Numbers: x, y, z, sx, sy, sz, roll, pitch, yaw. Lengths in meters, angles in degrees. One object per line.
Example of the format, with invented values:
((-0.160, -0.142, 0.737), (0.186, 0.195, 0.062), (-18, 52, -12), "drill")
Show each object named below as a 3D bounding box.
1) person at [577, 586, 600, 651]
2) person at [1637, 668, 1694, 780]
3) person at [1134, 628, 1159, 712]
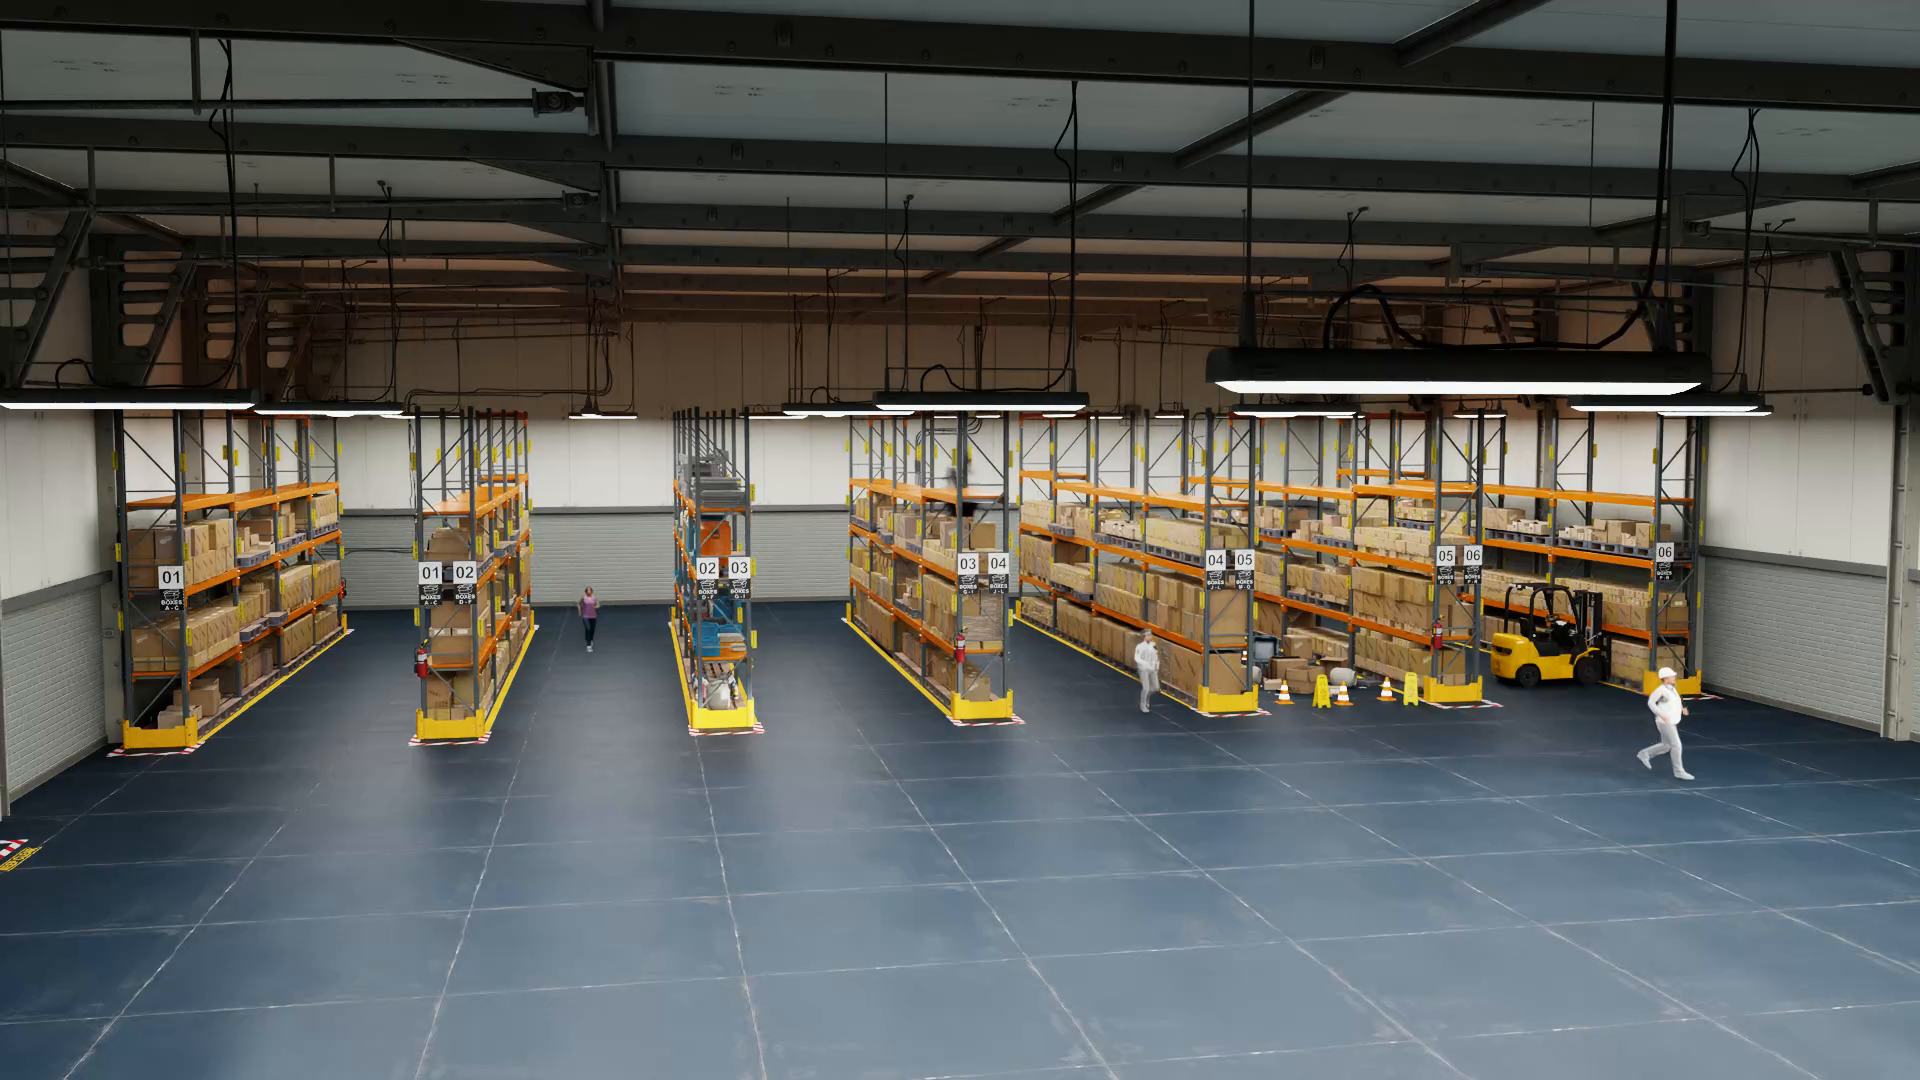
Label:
((-9.281, 1.957, 41.618), (0.534, 1.565, 0.889), (-2, 4, -22), "person")
((11.353, 2.925, 26.734), (0.913, 1.760, 0.671), (3, 5, 38), "person")
((3.731, 2.561, 32.824), (0.644, 1.656, 0.563), (-2, 5, -28), "person")
